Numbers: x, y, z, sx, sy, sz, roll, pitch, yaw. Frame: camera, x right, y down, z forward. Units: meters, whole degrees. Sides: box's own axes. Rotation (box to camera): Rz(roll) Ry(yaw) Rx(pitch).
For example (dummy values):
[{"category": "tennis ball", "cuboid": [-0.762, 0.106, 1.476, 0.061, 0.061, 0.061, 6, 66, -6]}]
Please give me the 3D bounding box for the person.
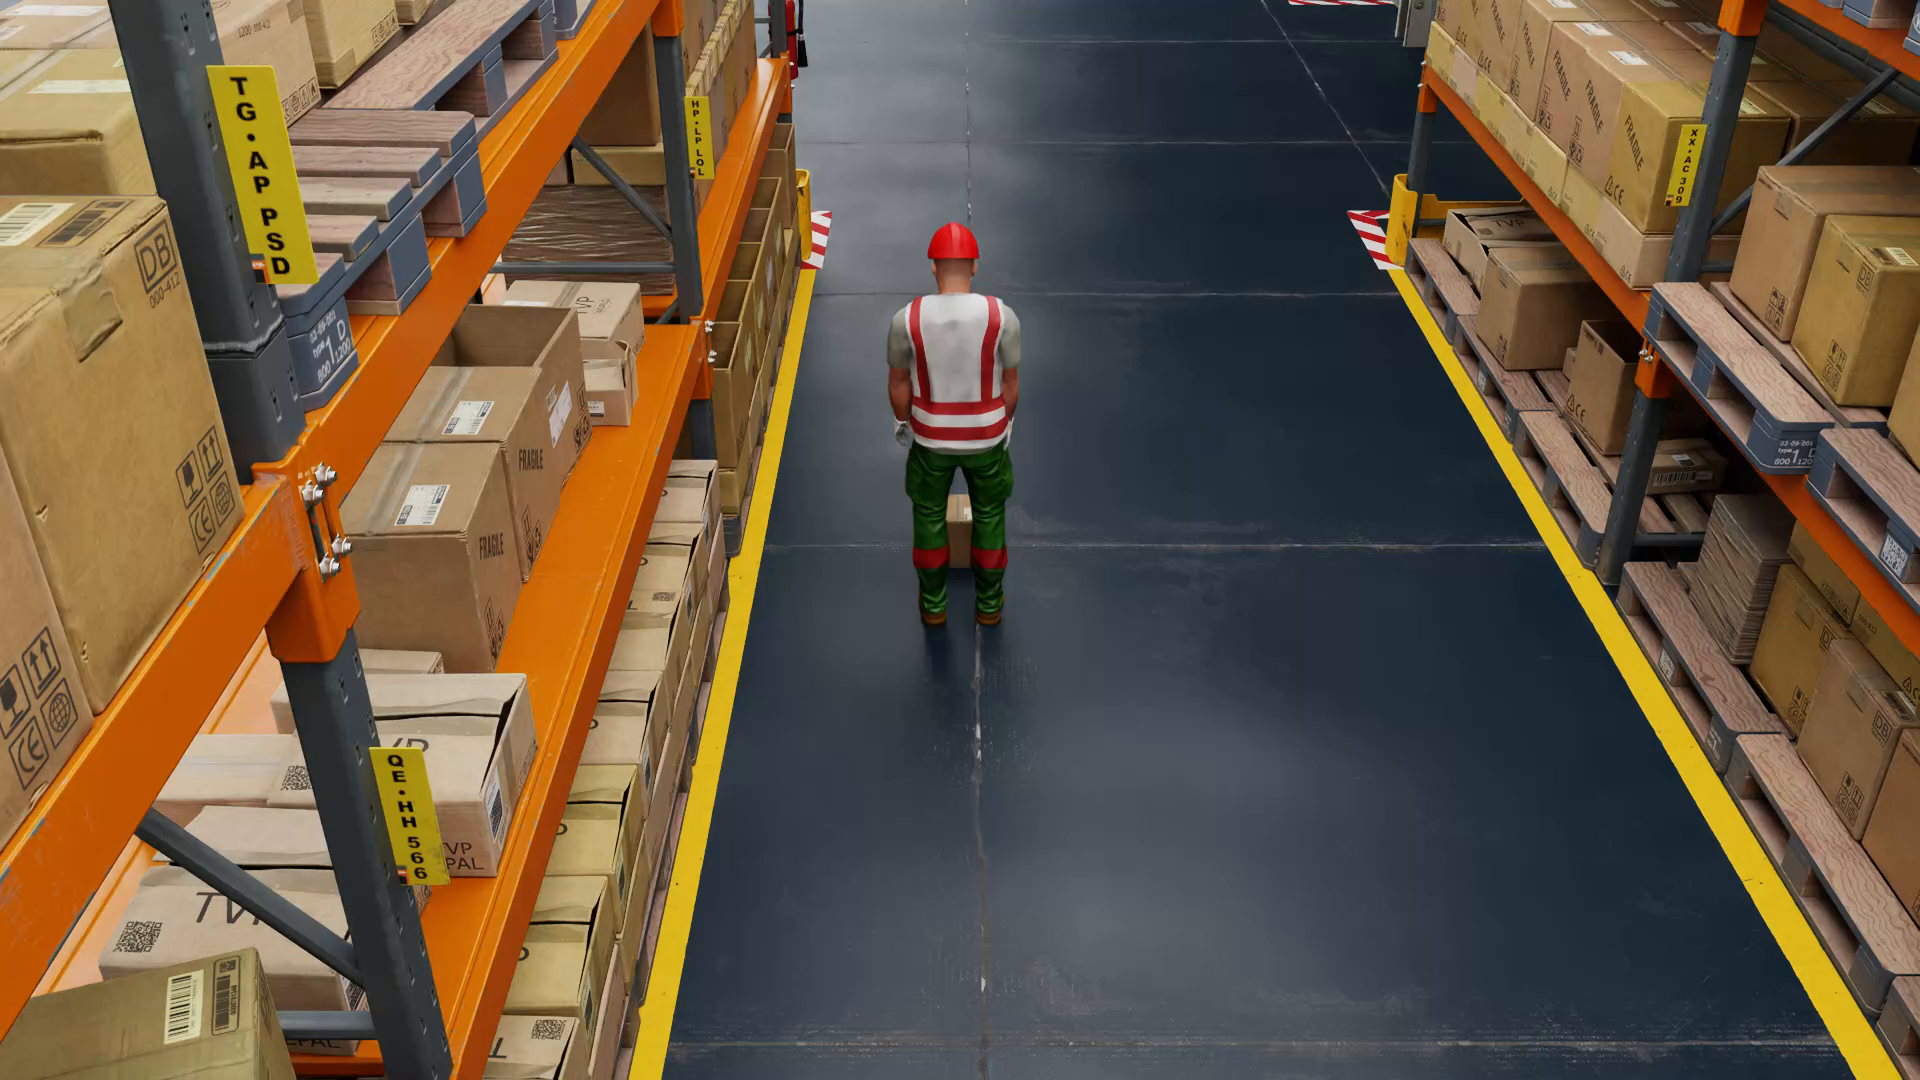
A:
[{"category": "person", "cuboid": [-0.024, -0.448, 6.874, 0.534, 1.763, 0.400, 1, 31, 1]}]
